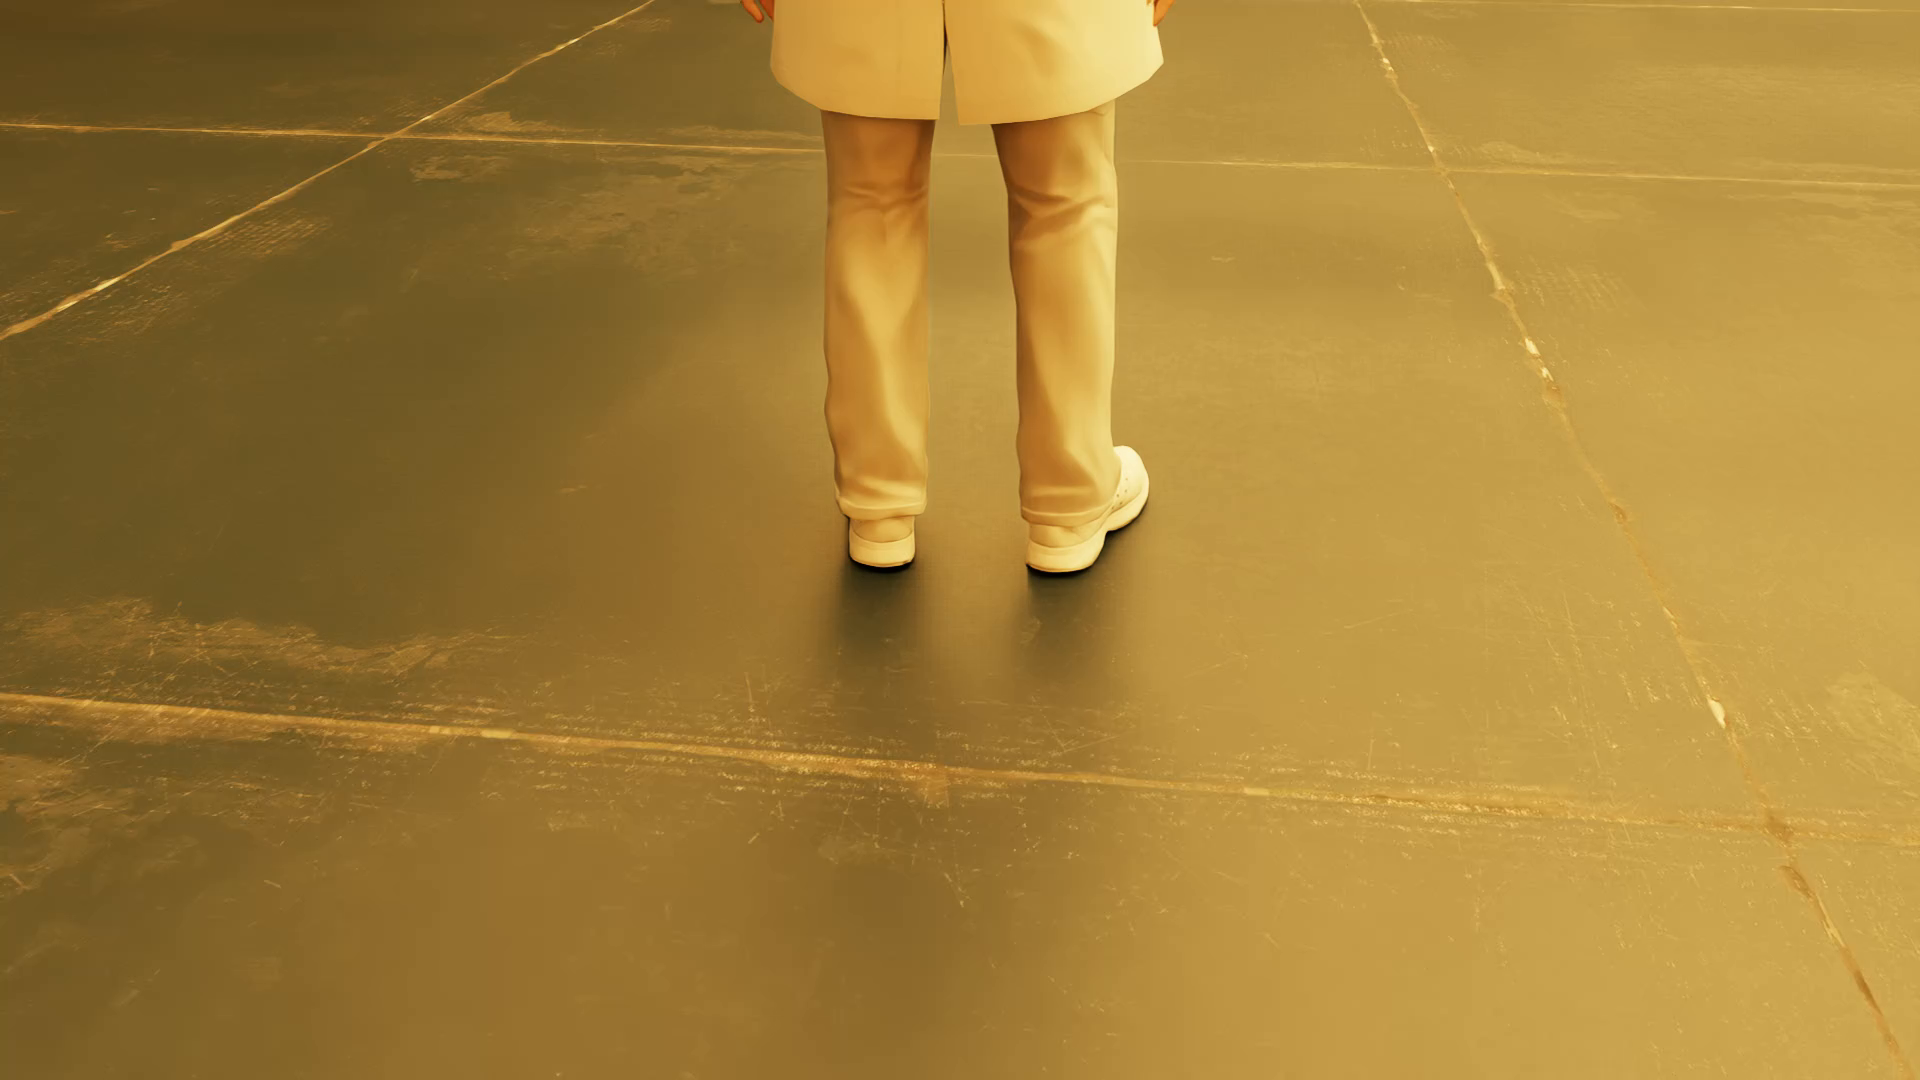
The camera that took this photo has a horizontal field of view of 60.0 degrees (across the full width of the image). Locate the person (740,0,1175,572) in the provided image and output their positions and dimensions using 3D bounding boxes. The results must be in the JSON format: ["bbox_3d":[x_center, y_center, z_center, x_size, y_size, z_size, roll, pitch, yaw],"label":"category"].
[{"bbox_3d":[-0.005,-0.808,2.133,0.644,1.773,0.431,3,27,5],"label":"person"}]
